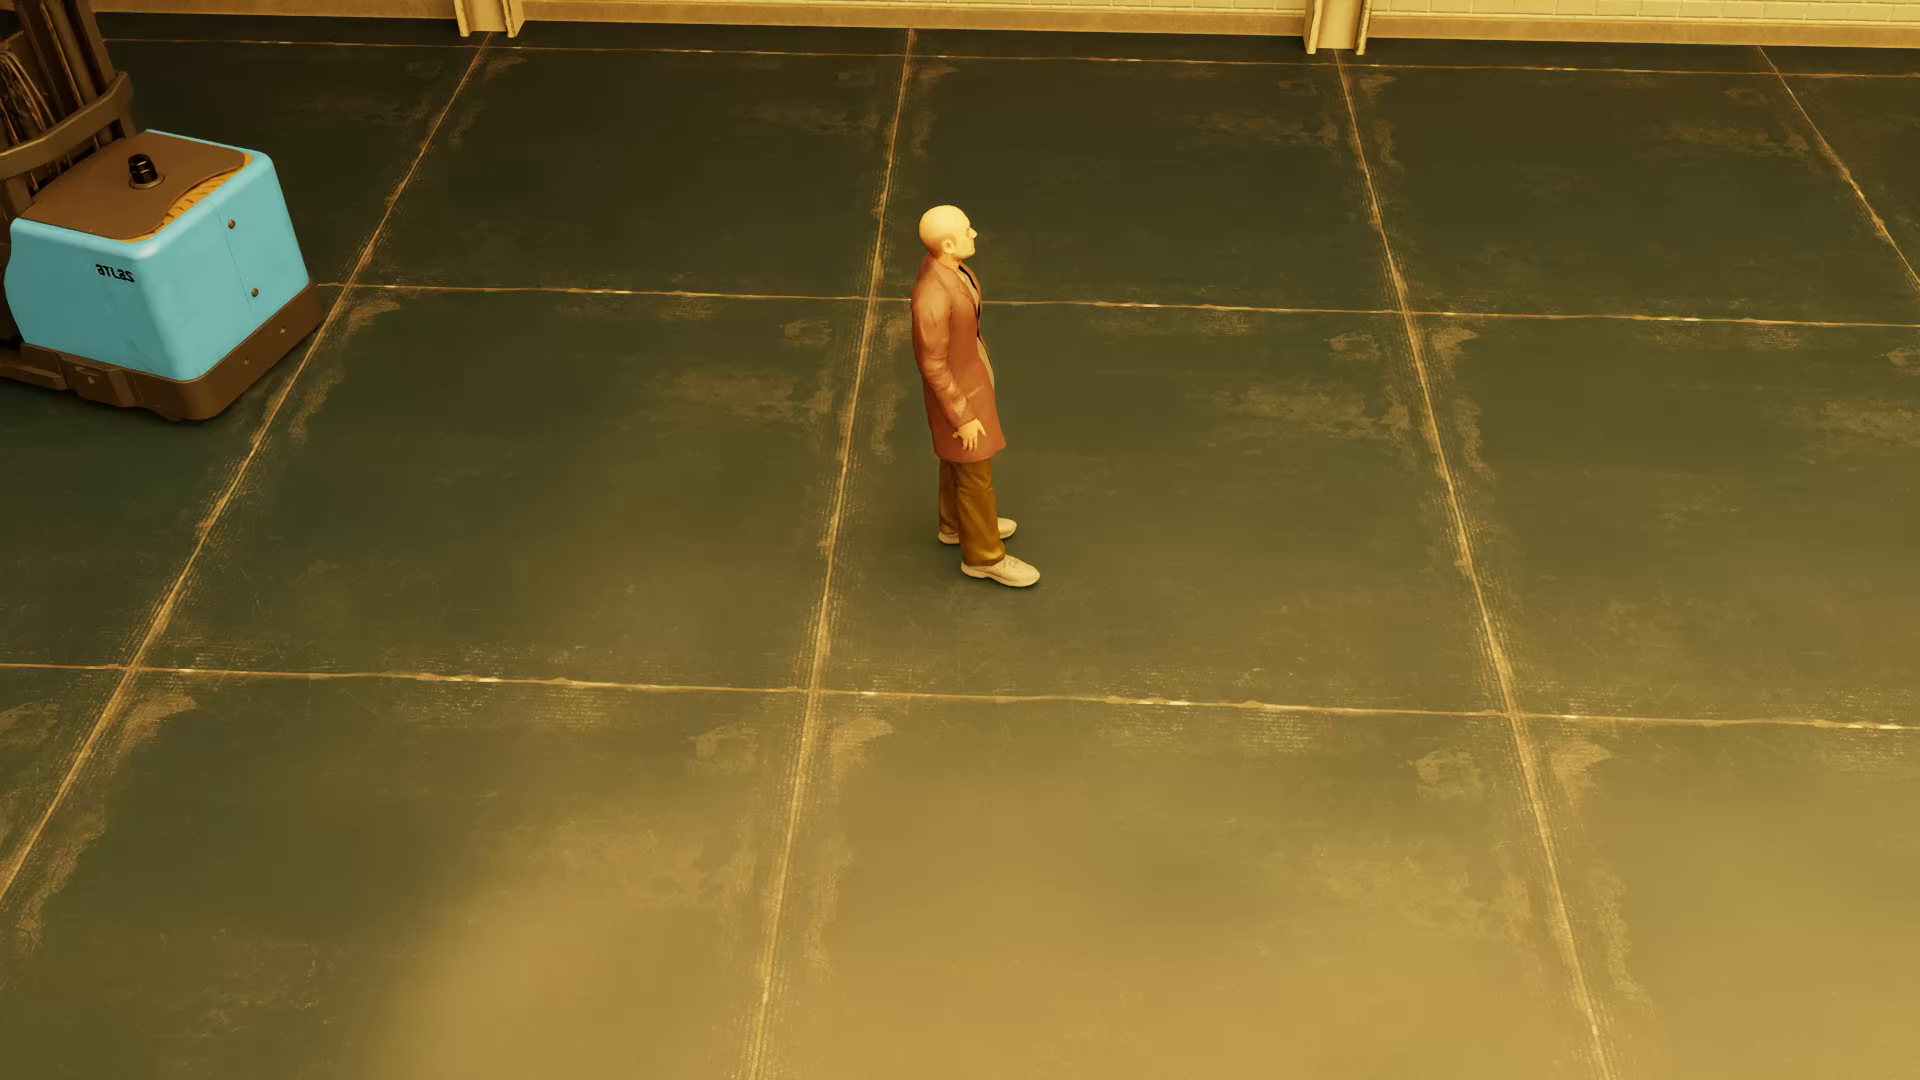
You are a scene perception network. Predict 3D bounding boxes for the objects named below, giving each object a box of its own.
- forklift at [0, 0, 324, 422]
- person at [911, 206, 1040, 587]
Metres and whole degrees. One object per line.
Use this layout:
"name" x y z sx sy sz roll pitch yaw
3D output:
"forklift" -5.071 -2.300 8.261 3.031 2.935 1.130 14 44 15
"person" 0.090 -0.656 7.305 0.582 1.775 0.696 2 42 2
